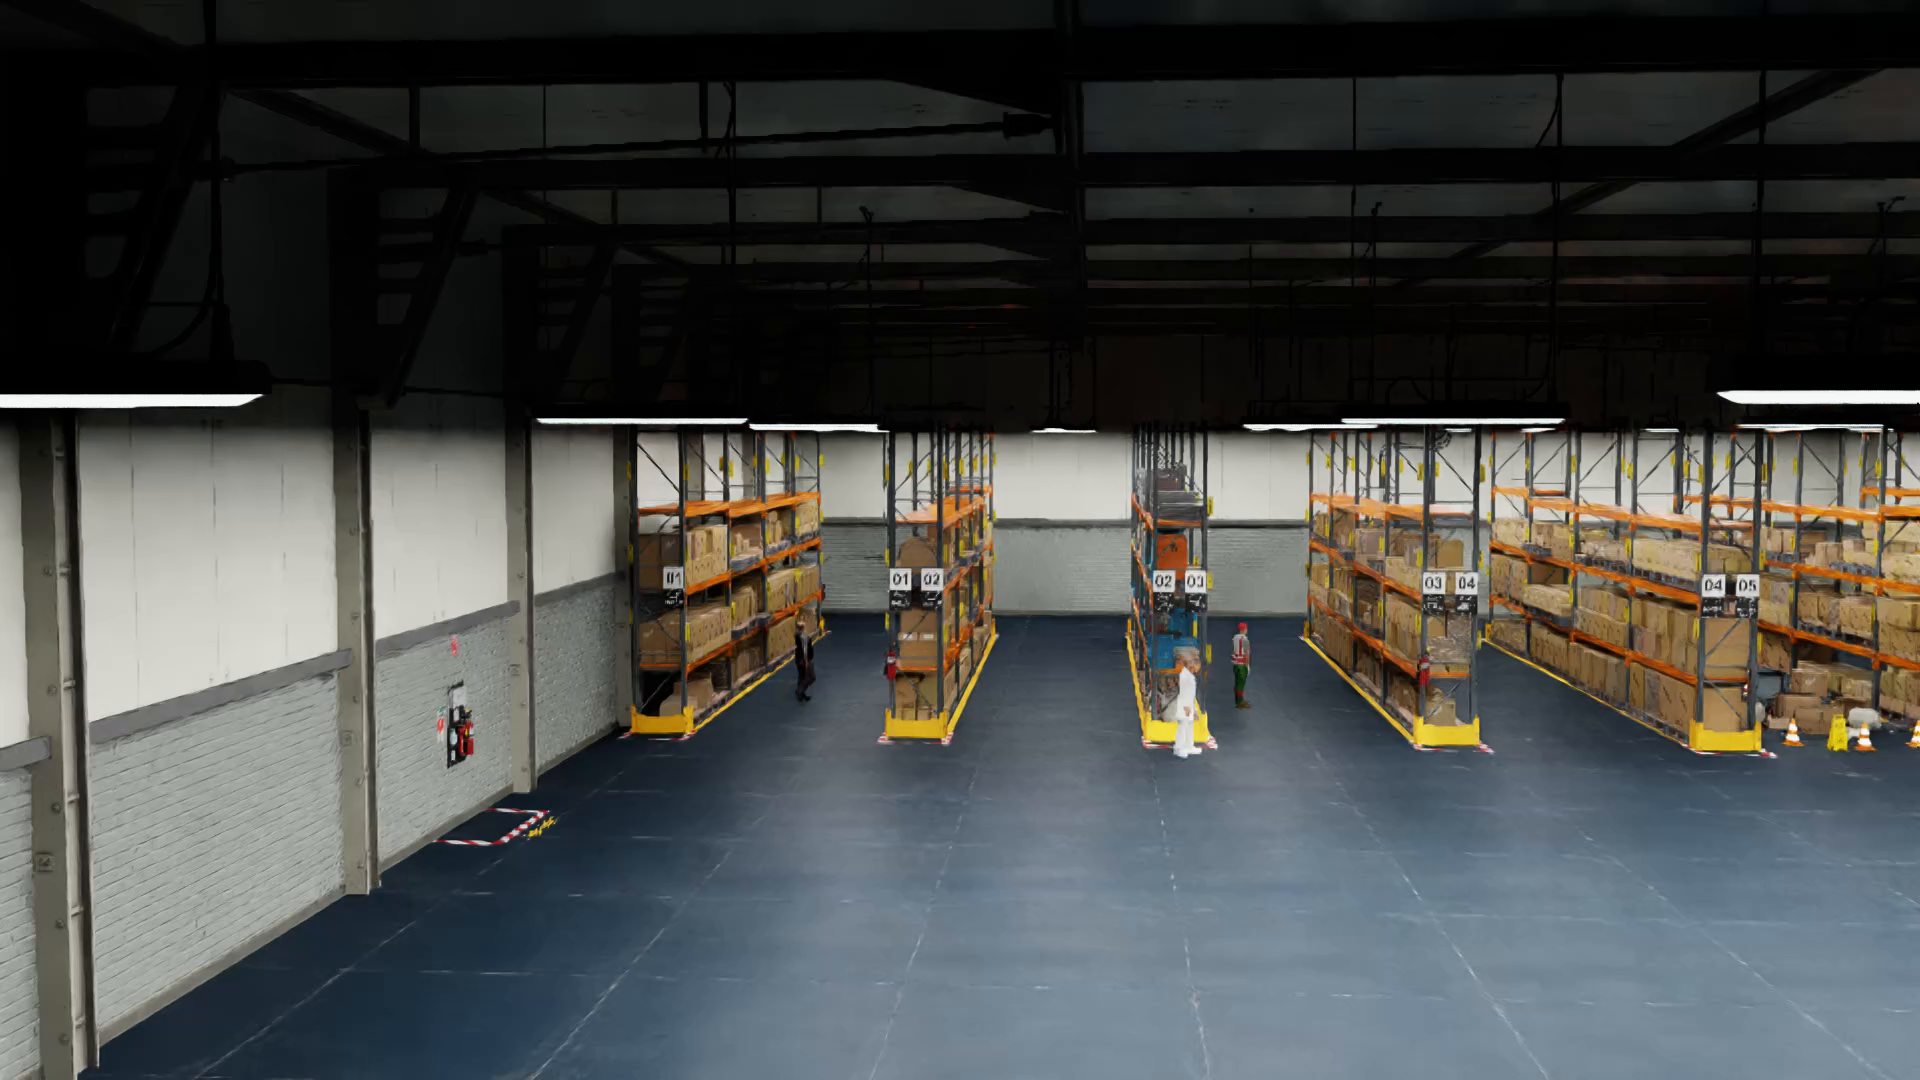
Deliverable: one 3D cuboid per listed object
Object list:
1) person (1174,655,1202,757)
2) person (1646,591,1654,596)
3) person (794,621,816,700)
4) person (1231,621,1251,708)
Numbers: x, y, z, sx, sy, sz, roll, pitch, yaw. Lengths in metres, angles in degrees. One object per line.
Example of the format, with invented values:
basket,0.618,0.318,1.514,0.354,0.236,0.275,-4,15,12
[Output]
person,4.062,2.971,29.648,0.452,1.719,0.671,1,4,19
person,17.851,2.145,43.112,0.540,1.668,0.545,2,4,23
person,-3.385,2.595,35.832,0.444,1.719,0.569,-2,4,-23
person,5.940,2.601,34.873,0.466,1.794,0.629,-1,4,-19
